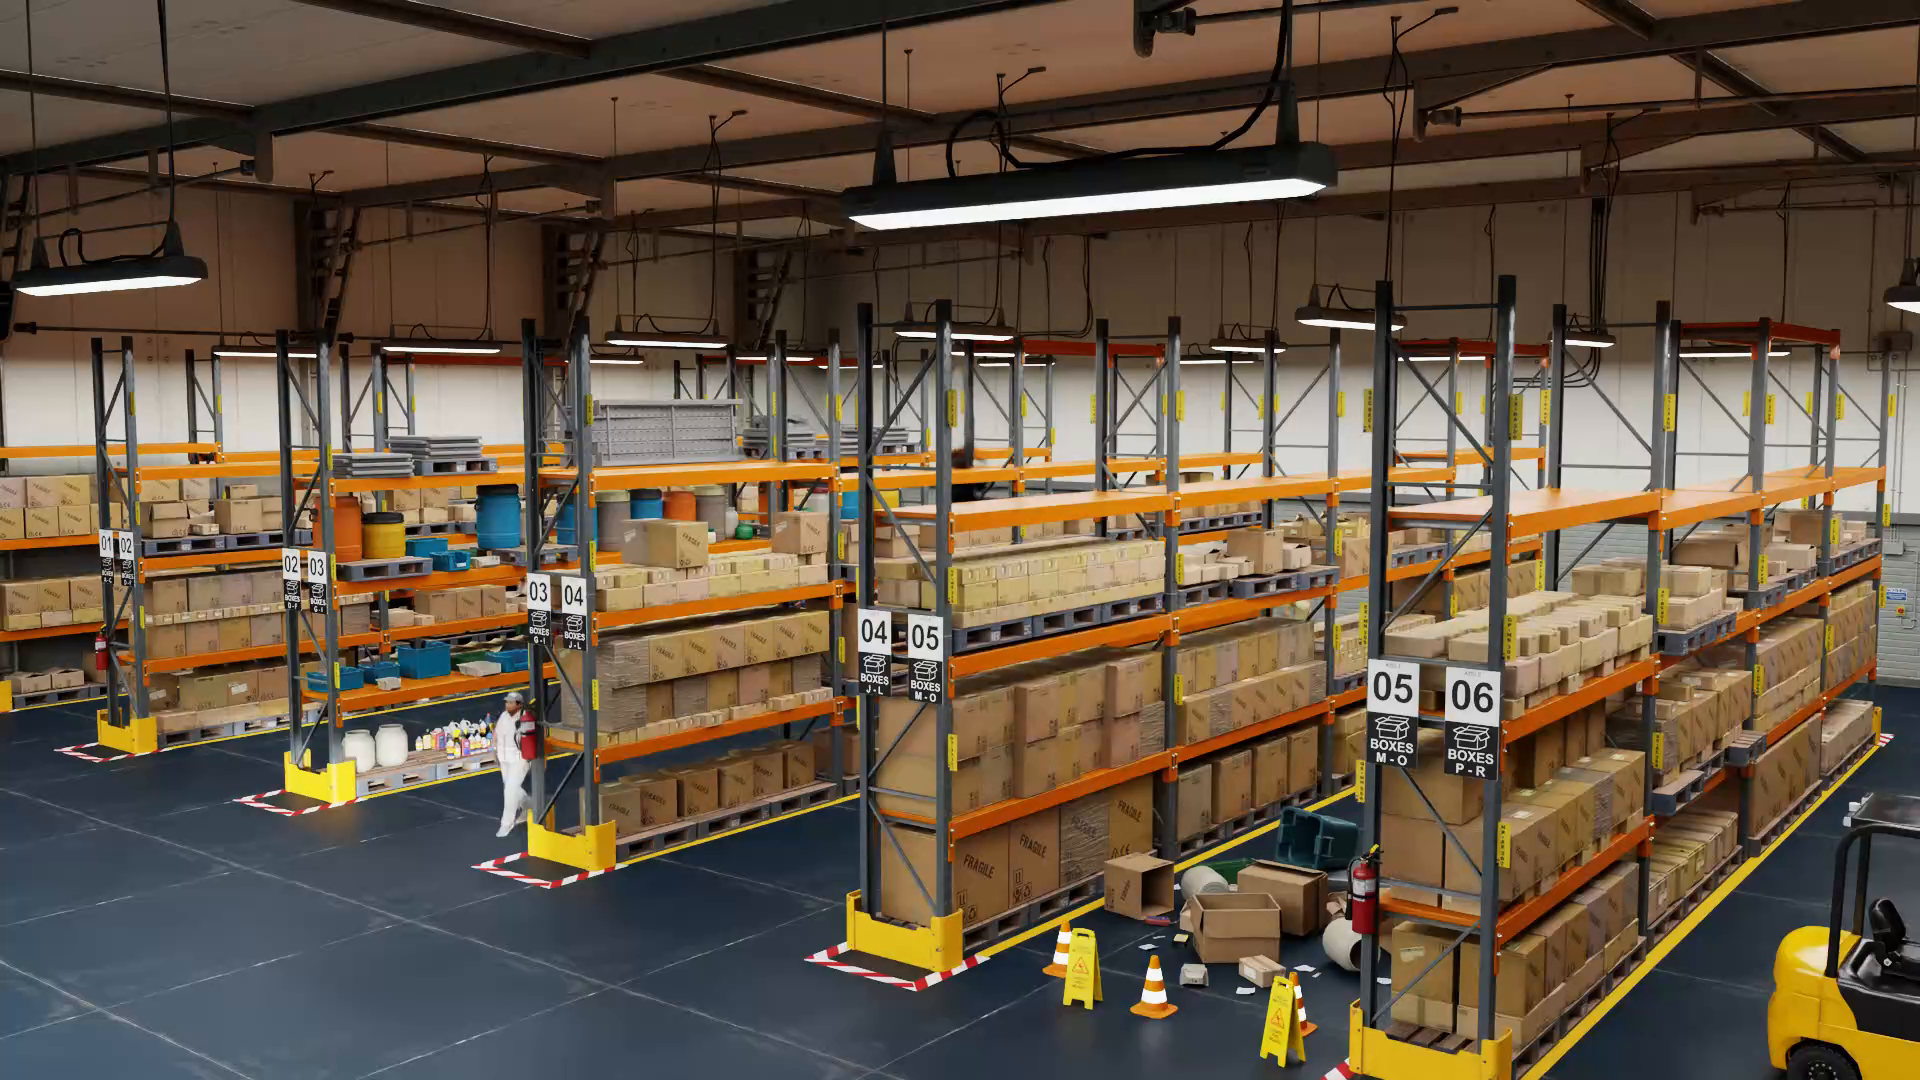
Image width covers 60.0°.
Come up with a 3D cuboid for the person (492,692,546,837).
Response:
[{"bbox_3d":[-5.247,2.640,19.732,0.640,1.727,0.749,3,6,28],"label":"person"}]

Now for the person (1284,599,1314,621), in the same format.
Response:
[{"bbox_3d":[6.403,1.633,31.329,0.614,1.647,0.651,-3,6,-28],"label":"person"}]

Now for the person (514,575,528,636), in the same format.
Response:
[{"bbox_3d":[-8.531,1.421,32.830,0.665,1.782,0.962,3,6,28],"label":"person"}]
